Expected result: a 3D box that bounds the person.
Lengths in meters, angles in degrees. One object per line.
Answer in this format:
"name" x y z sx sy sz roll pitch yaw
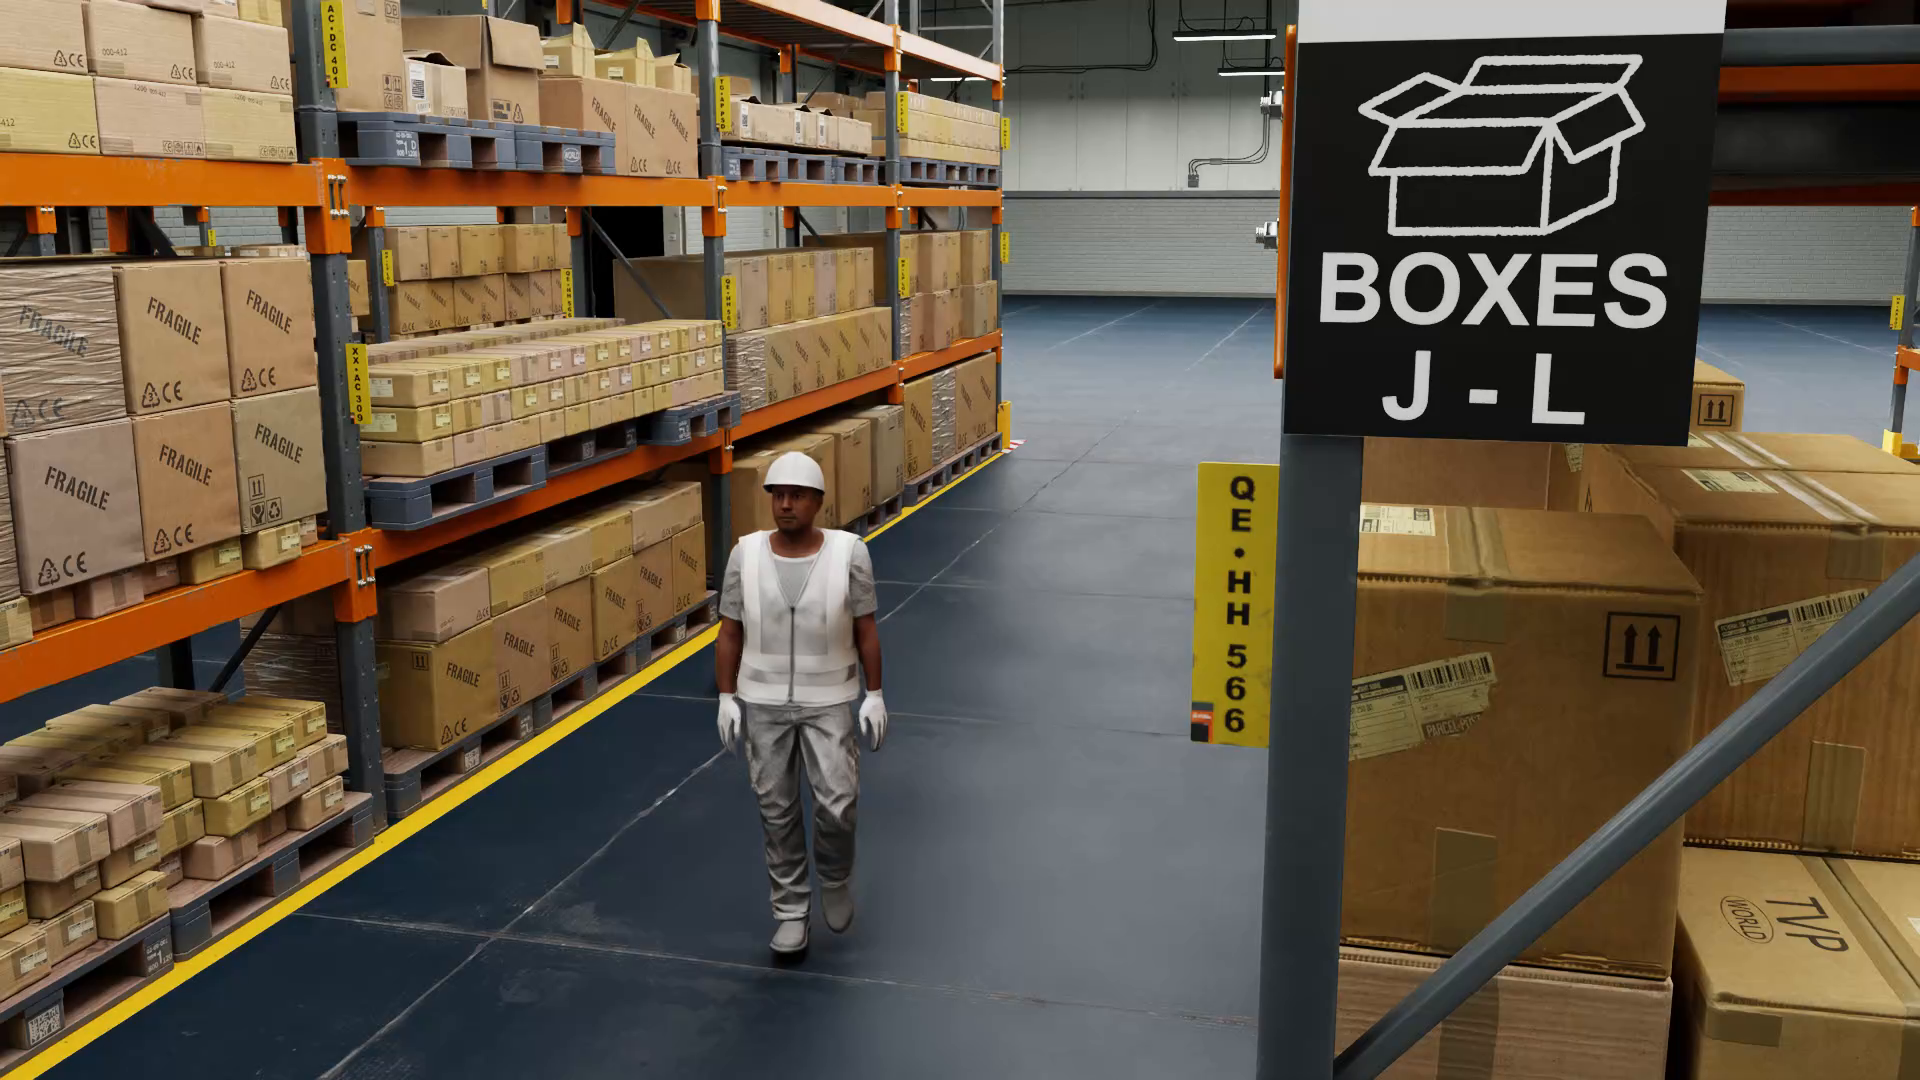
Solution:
"person" -0.561 0.579 5.840 0.600 1.777 0.472 1 11 3
